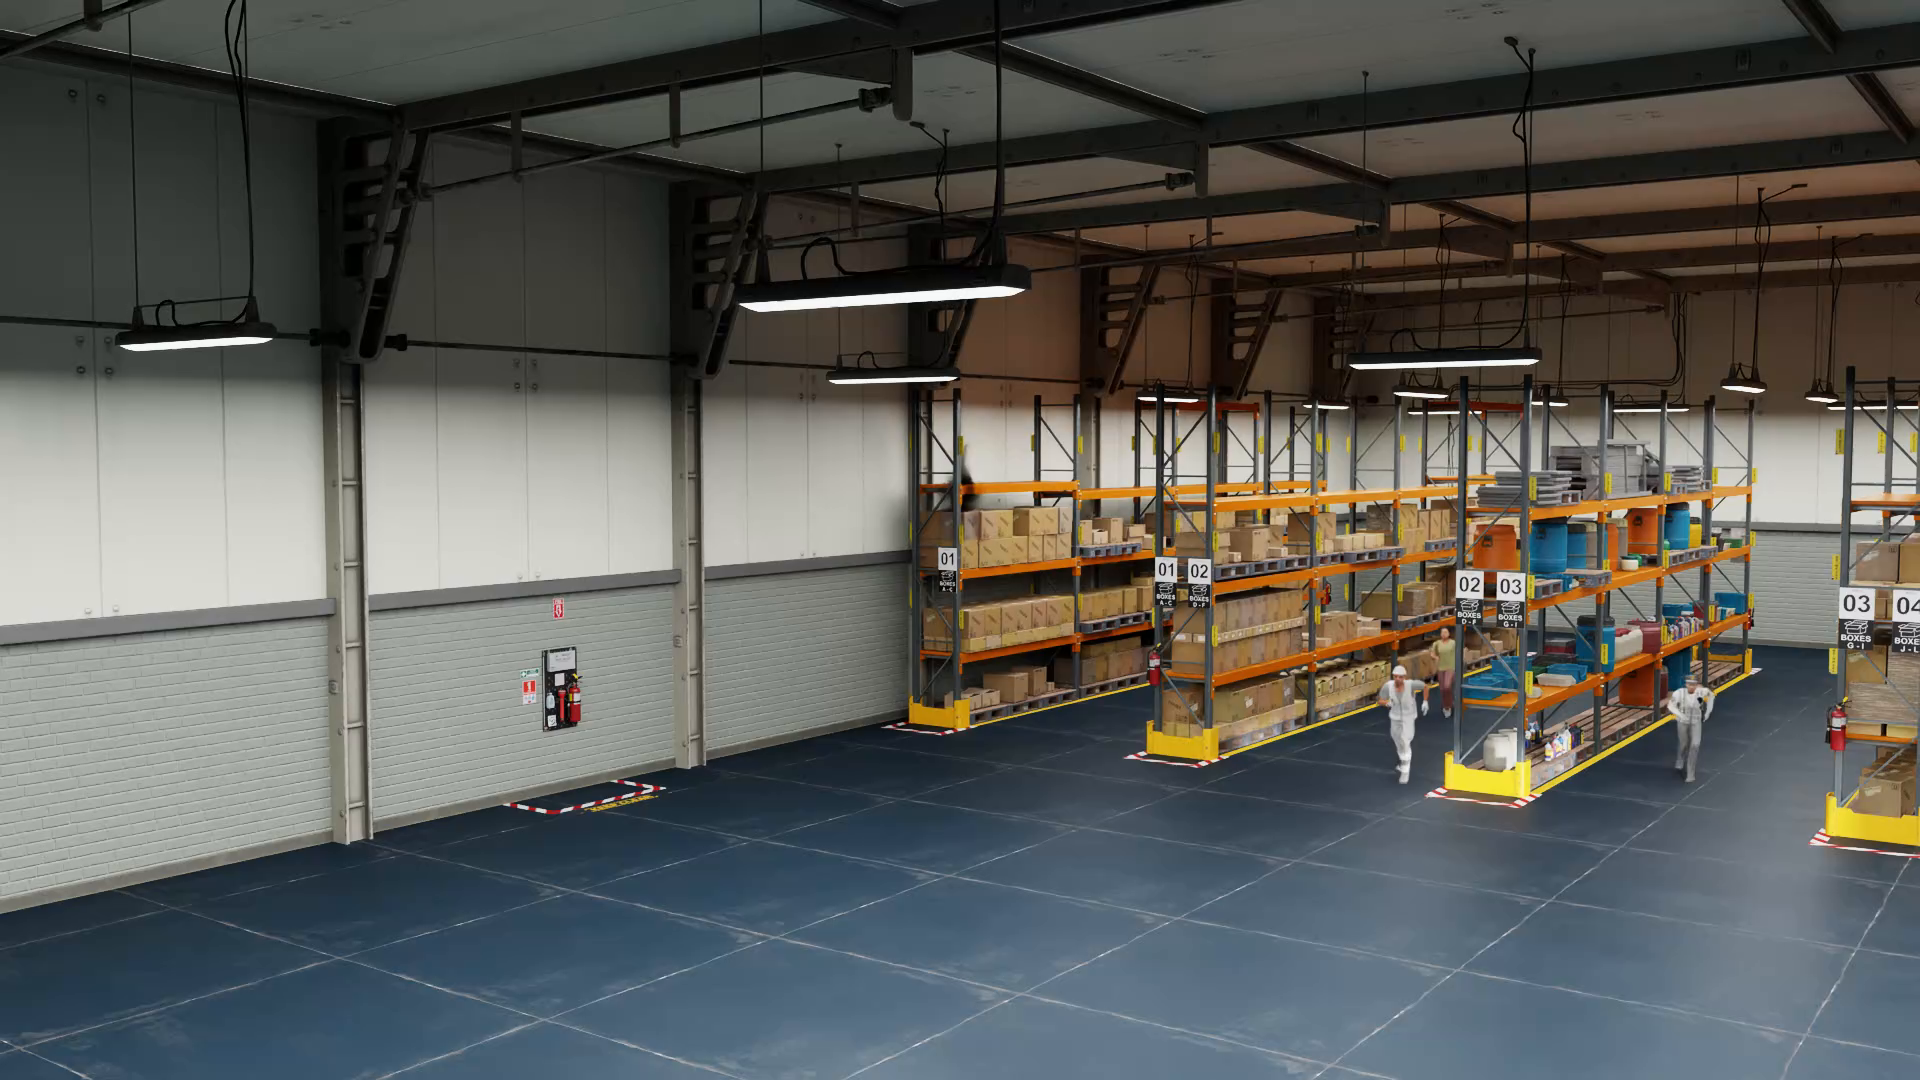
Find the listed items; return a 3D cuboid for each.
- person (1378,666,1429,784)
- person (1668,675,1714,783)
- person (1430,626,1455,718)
[{"bbox_3d":[6.657,2.730,24.939,0.715,1.768,0.950,1,4,24],"label":"person"},{"bbox_3d":[10.999,2.798,25.096,0.665,1.631,0.958,1,3,12],"label":"person"},{"bbox_3d":[8.963,2.423,30.657,0.555,1.691,0.778,2,4,30],"label":"person"}]
